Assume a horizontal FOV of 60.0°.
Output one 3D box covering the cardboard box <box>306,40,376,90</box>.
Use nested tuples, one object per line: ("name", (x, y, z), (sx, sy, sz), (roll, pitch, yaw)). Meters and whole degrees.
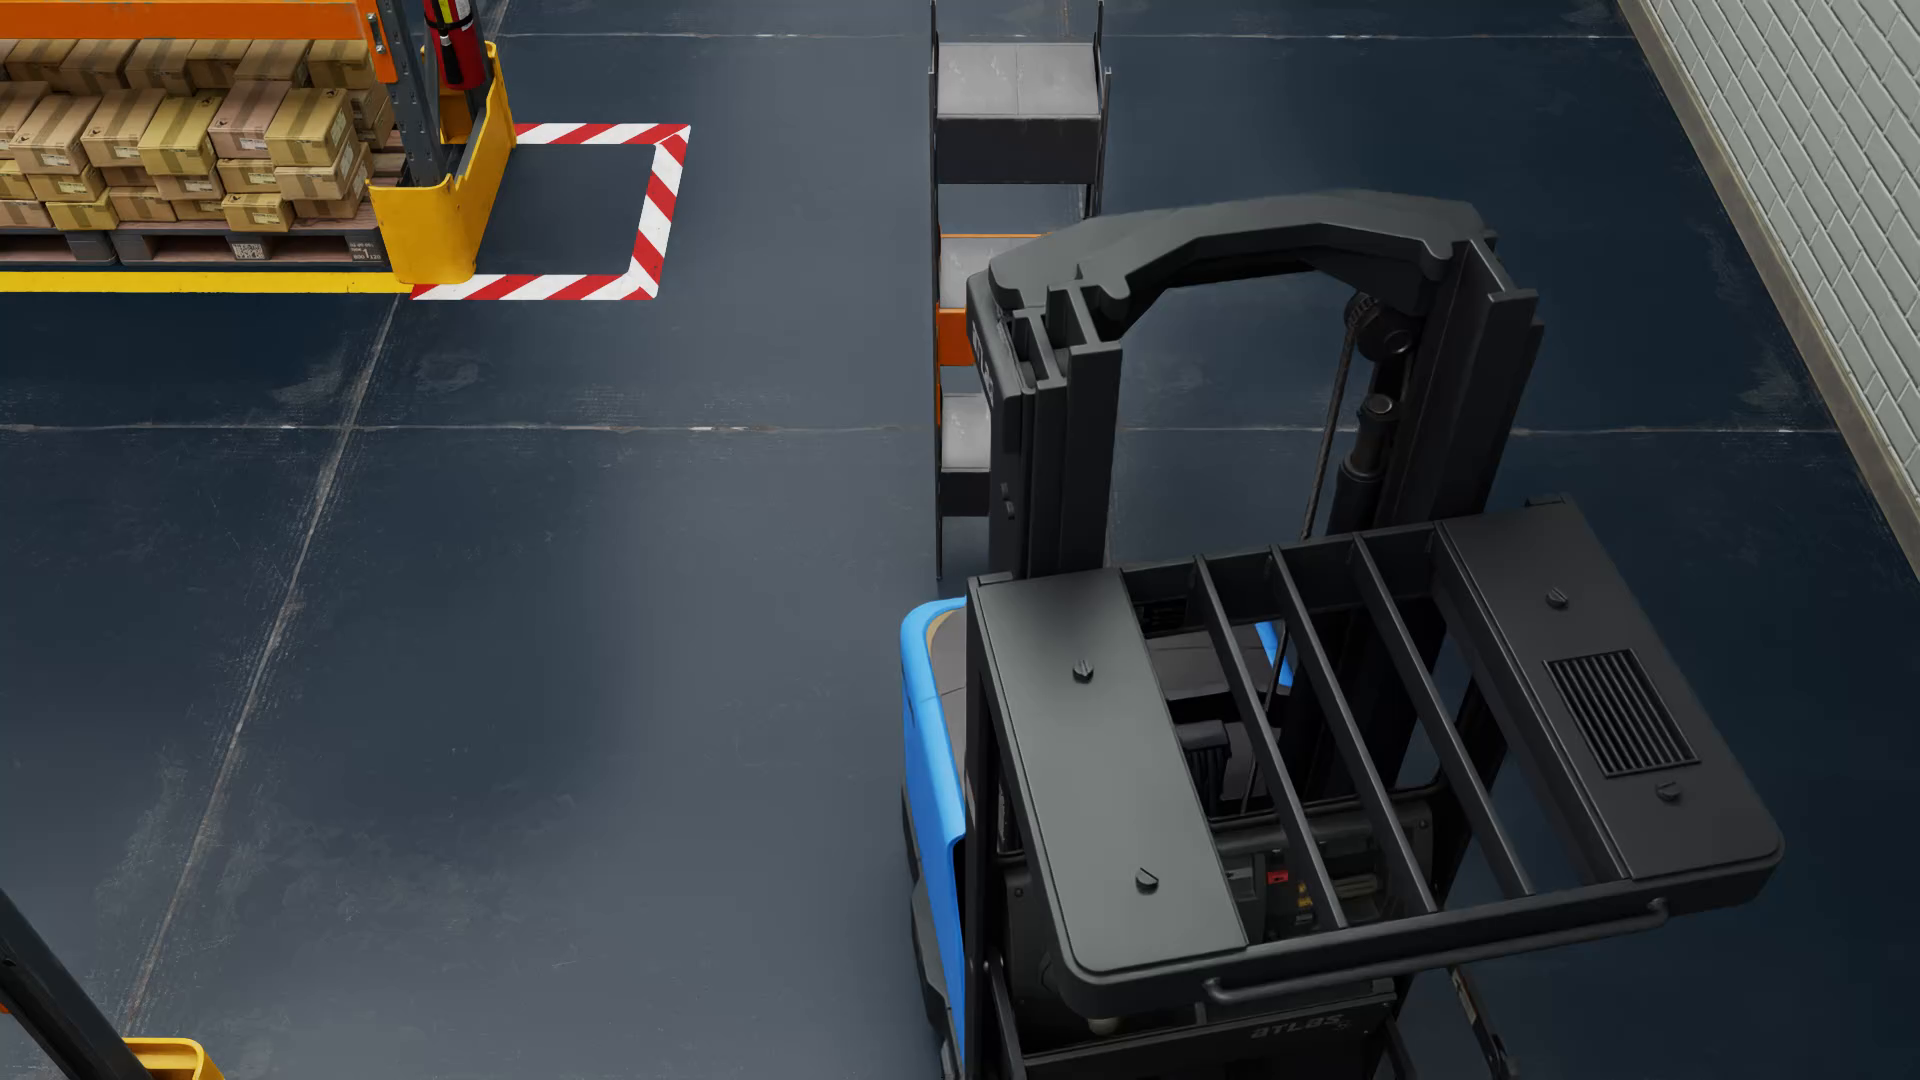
("cardboard box", (-2.765, -2.196, 7.499), (0.250, 0.149, 0.380), (-2, 47, -2))

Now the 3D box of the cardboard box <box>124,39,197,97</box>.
("cardboard box", (-3.540, -2.144, 7.450), (0.250, 0.149, 0.380), (-2, 47, -2))

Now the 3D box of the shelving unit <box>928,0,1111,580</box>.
("shelving unit", (0.166, -0.715, 5.481), (0.503, 2.100, 0.431), (0, 47, 0))

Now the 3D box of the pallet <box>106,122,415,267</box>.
("pallet", (-3.130, -1.650, 7.642), (1.213, 0.211, 1.003), (0, 47, 0))

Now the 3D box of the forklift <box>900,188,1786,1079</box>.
("forklift", (0.600, 0.908, 3.403), (1.130, 2.935, 3.031), (-8, 48, -7))

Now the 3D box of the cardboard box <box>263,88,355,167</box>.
("cardboard box", (-2.772, -1.762, 7.095), (0.250, 0.149, 0.380), (1, 47, 1))

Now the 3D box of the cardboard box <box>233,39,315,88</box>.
("cardboard box", (-3.041, -2.109, 7.418), (0.250, 0.149, 0.380), (1, 47, 1))

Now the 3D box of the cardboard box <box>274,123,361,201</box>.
("cardboard box", (-2.771, -1.637, 7.182), (0.250, 0.149, 0.380), (-1, 47, -1))

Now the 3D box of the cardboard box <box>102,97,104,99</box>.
("cardboard box", (-3.805, -2.024, 7.542), (0.250, 0.149, 0.380), (-2, 47, -2))

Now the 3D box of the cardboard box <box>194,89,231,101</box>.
("cardboard box", (-3.284, -2.012, 7.531), (0.250, 0.149, 0.380), (1, 47, 1))

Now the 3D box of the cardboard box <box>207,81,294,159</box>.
("cardboard box", (-3.023, -1.805, 7.135), (0.250, 0.149, 0.380), (1, 47, 1))

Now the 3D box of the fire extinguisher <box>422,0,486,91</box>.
("fire extinguisher", (-1.992, -2.080, 6.444), (0.183, 0.674, 0.296), (0, 47, 0))

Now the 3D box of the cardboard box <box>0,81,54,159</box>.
("cardboard box", (-4.073, -1.802, 7.132), (0.250, 0.149, 0.380), (-1, 47, -1))

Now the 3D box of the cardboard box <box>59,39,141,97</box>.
("cardboard box", (-3.818, -2.151, 7.458), (0.250, 0.149, 0.380), (2, 47, 2))

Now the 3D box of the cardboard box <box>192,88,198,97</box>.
("cardboard box", (-3.540, -2.092, 7.606), (0.250, 0.149, 0.380), (1, 47, 1))

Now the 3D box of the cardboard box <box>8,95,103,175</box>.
("cardboard box", (-3.810, -1.720, 7.056), (0.250, 0.149, 0.380), (2, 47, 2))

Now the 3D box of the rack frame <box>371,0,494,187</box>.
("rack frame", (-2.242, -2.572, 6.595), (0.127, 3.000, 1.000), (0, 47, 0))

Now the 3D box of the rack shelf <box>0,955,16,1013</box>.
("rack shelf", (-4.159, 1.291, 3.490), (4.000, 0.370, 1.077), (0, 47, 0))

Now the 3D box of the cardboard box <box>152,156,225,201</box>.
("cardboard box", (-3.290, -1.638, 7.183), (0.250, 0.149, 0.380), (-2, 47, -1))

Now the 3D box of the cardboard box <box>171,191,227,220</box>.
("cardboard box", (-3.290, -1.583, 7.335), (0.250, 0.149, 0.380), (0, 47, 0))

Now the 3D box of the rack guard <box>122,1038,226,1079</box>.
("rack guard", (-2.135, 1.903, 4.137), (0.348, 0.500, 1.175), (0, 47, 0))

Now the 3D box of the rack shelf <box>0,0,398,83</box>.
("rack shelf", (-4.242, -2.332, 6.863), (4.000, 0.370, 1.077), (0, 47, 0))

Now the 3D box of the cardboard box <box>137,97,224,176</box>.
("cardboard box", (-3.283, -1.713, 7.049), (0.250, 0.149, 0.380), (-1, 47, -1))

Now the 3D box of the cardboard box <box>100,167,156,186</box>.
("cardboard box", (-3.559, -1.714, 7.253), (0.250, 0.149, 0.380), (0, 47, 0))

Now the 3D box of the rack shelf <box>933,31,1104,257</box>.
("rack shelf", (0.166, -1.183, 4.979), (0.480, 0.518, 0.431), (0, 47, 0))

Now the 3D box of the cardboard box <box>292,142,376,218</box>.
("cardboard box", (-2.769, -1.592, 7.344), (0.250, 0.149, 0.380), (1, 47, 1))

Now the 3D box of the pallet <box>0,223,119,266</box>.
("pallet", (-4.347, -1.656, 7.647), (1.213, 0.211, 1.003), (0, 47, 0))

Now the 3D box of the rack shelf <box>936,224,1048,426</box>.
("rack shelf", (0.166, -0.706, 5.491), (0.480, 0.518, 0.431), (0, 47, 0))

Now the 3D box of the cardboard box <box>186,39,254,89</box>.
("cardboard box", (-3.292, -2.204, 7.506), (0.250, 0.149, 0.380), (0, 47, 0))

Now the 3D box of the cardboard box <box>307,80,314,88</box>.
("cardboard box", (-3.038, -2.076, 7.591), (0.250, 0.149, 0.380), (0, 47, 0))

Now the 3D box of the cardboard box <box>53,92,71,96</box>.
("cardboard box", (-4.077, -1.994, 7.514), (0.250, 0.149, 0.380), (2, 47, 2))

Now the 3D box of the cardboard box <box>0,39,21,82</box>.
("cardboard box", (-4.332, -2.116, 7.425), (0.250, 0.149, 0.380), (0, 47, 0))

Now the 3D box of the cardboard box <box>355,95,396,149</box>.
("cardboard box", (-2.765, -1.979, 7.704), (0.250, 0.149, 0.380), (1, 47, 1))

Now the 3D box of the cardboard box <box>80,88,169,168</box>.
("cardboard box", (-3.541, -1.760, 7.093), (0.250, 0.149, 0.380), (-2, 47, -1))

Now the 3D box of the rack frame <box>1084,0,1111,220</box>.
("rack frame", (0.410, -0.714, 5.480), (0.015, 2.100, 0.400), (0, 47, 0))

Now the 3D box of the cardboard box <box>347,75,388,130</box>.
("cardboard box", (-2.765, -2.034, 7.552), (0.250, 0.149, 0.380), (2, 47, 2))

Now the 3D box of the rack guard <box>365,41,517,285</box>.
("rack guard", (-2.318, -1.720, 7.510), (0.348, 0.500, 1.175), (0, 47, 0))

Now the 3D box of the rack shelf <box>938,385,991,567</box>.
("rack shelf", (0.166, -0.229, 6.003), (0.480, 0.518, 0.431), (0, 47, 0))

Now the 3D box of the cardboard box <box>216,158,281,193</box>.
("cardboard box", (-3.032, -1.678, 7.220), (0.250, 0.149, 0.380), (-1, 47, -1))

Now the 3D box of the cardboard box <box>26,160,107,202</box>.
("cardboard box", (-3.808, -1.630, 7.175), (0.250, 0.149, 0.380), (1, 47, 1))

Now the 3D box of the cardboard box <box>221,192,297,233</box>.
("cardboard box", (-3.027, -1.519, 7.275), (0.250, 0.149, 0.380), (1, 47, 1))

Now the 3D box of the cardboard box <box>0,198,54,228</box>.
("cardboard box", (-4.066, -1.544, 7.299), (0.250, 0.149, 0.380), (1, 47, 1))

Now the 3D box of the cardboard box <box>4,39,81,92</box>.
("cardboard box", (-4.081, -2.186, 7.489), (0.250, 0.149, 0.380), (1, 47, 1))

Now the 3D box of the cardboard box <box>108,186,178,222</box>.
("cardboard box", (-3.537, -1.574, 7.326), (0.250, 0.149, 0.380), (1, 47, 1))

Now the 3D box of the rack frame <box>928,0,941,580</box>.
("rack frame", (-0.078, -0.716, 5.482), (0.015, 2.100, 0.400), (0, 47, 0))

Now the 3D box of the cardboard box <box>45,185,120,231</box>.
("cardboard box", (-3.793, -1.529, 7.284), (0.250, 0.149, 0.380), (-2, 47, -2))

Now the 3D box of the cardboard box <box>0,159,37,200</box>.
("cardboard box", (-4.065, -1.644, 7.188), (0.250, 0.149, 0.380), (2, 47, 2))
